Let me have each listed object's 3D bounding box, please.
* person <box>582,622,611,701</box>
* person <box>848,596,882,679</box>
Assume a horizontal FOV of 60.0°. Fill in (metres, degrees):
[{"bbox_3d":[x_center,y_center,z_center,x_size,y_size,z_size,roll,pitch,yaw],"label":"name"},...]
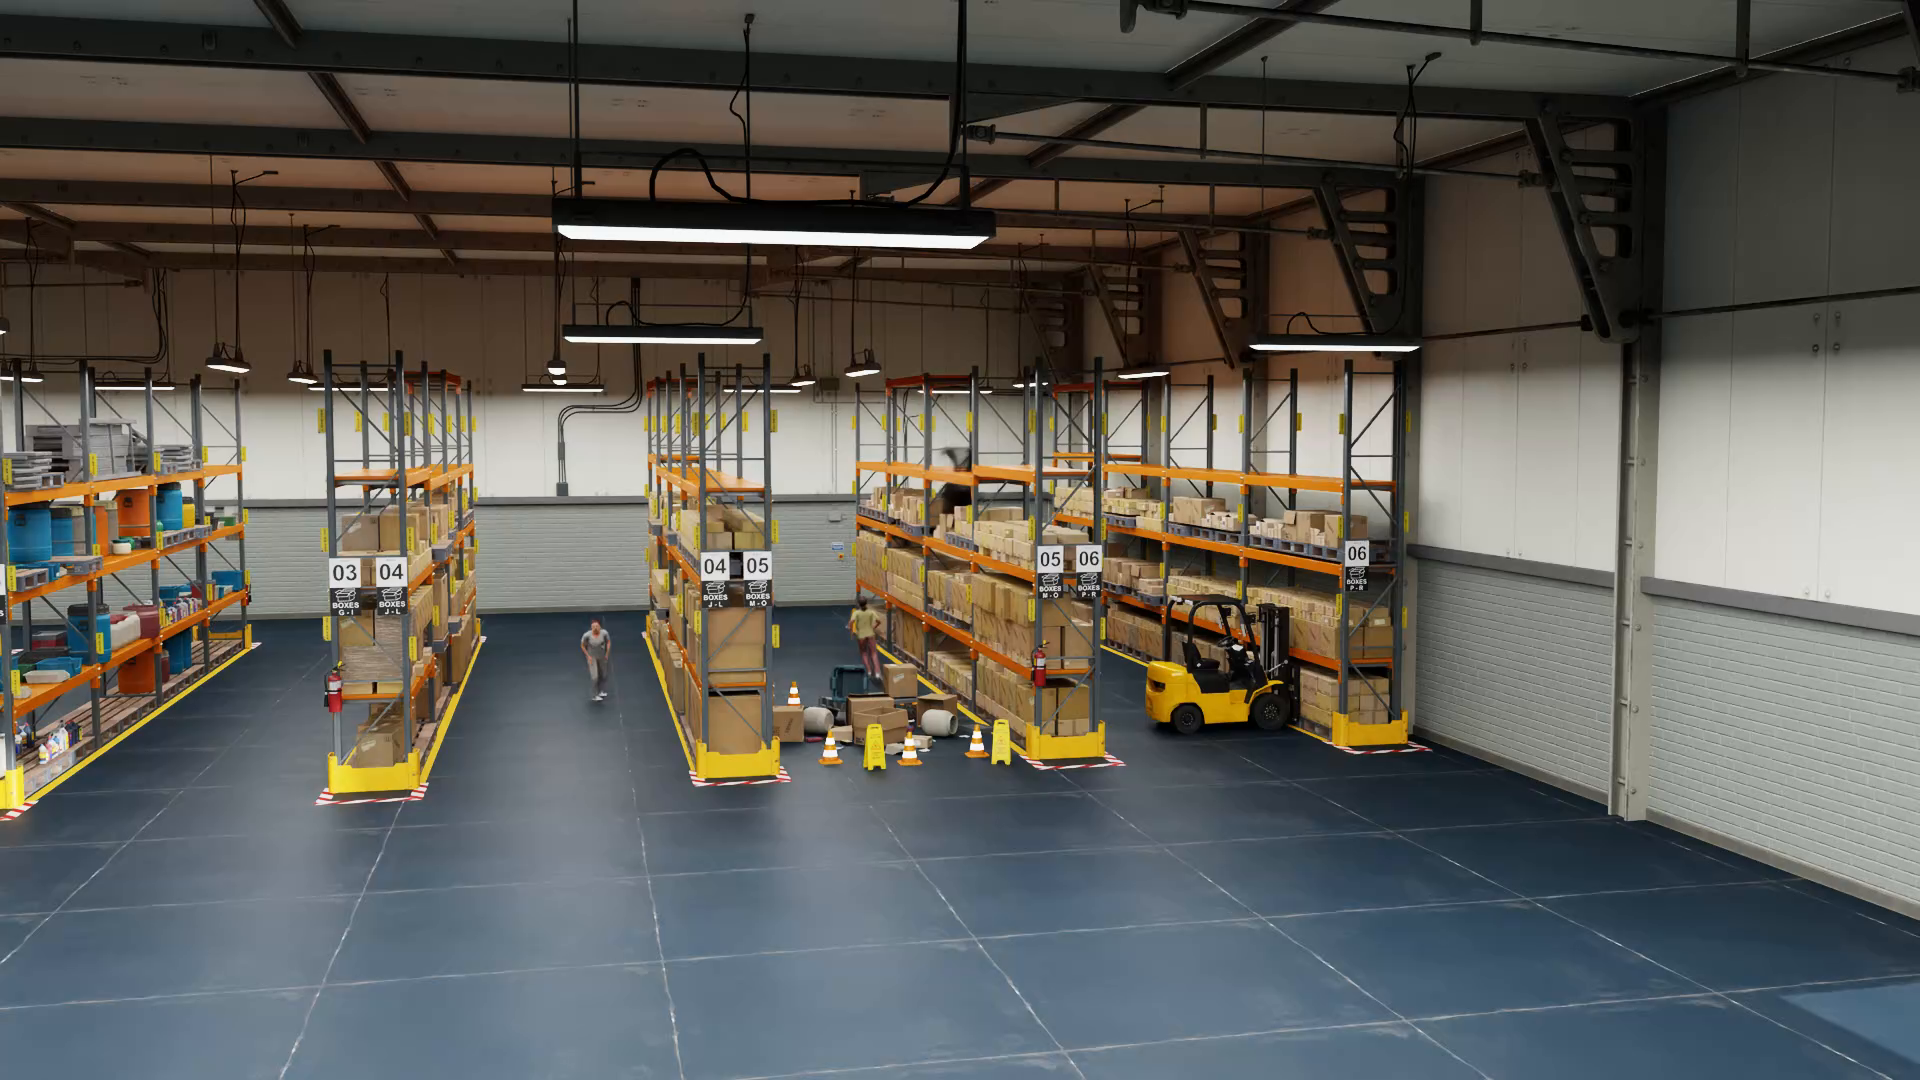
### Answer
[{"bbox_3d":[-6.570,2.175,29.981,0.575,1.485,0.820,-3,5,-33],"label":"person"},{"bbox_3d":[-1.890,1.909,32.400,0.659,1.664,0.916,-1,4,-12],"label":"person"}]
